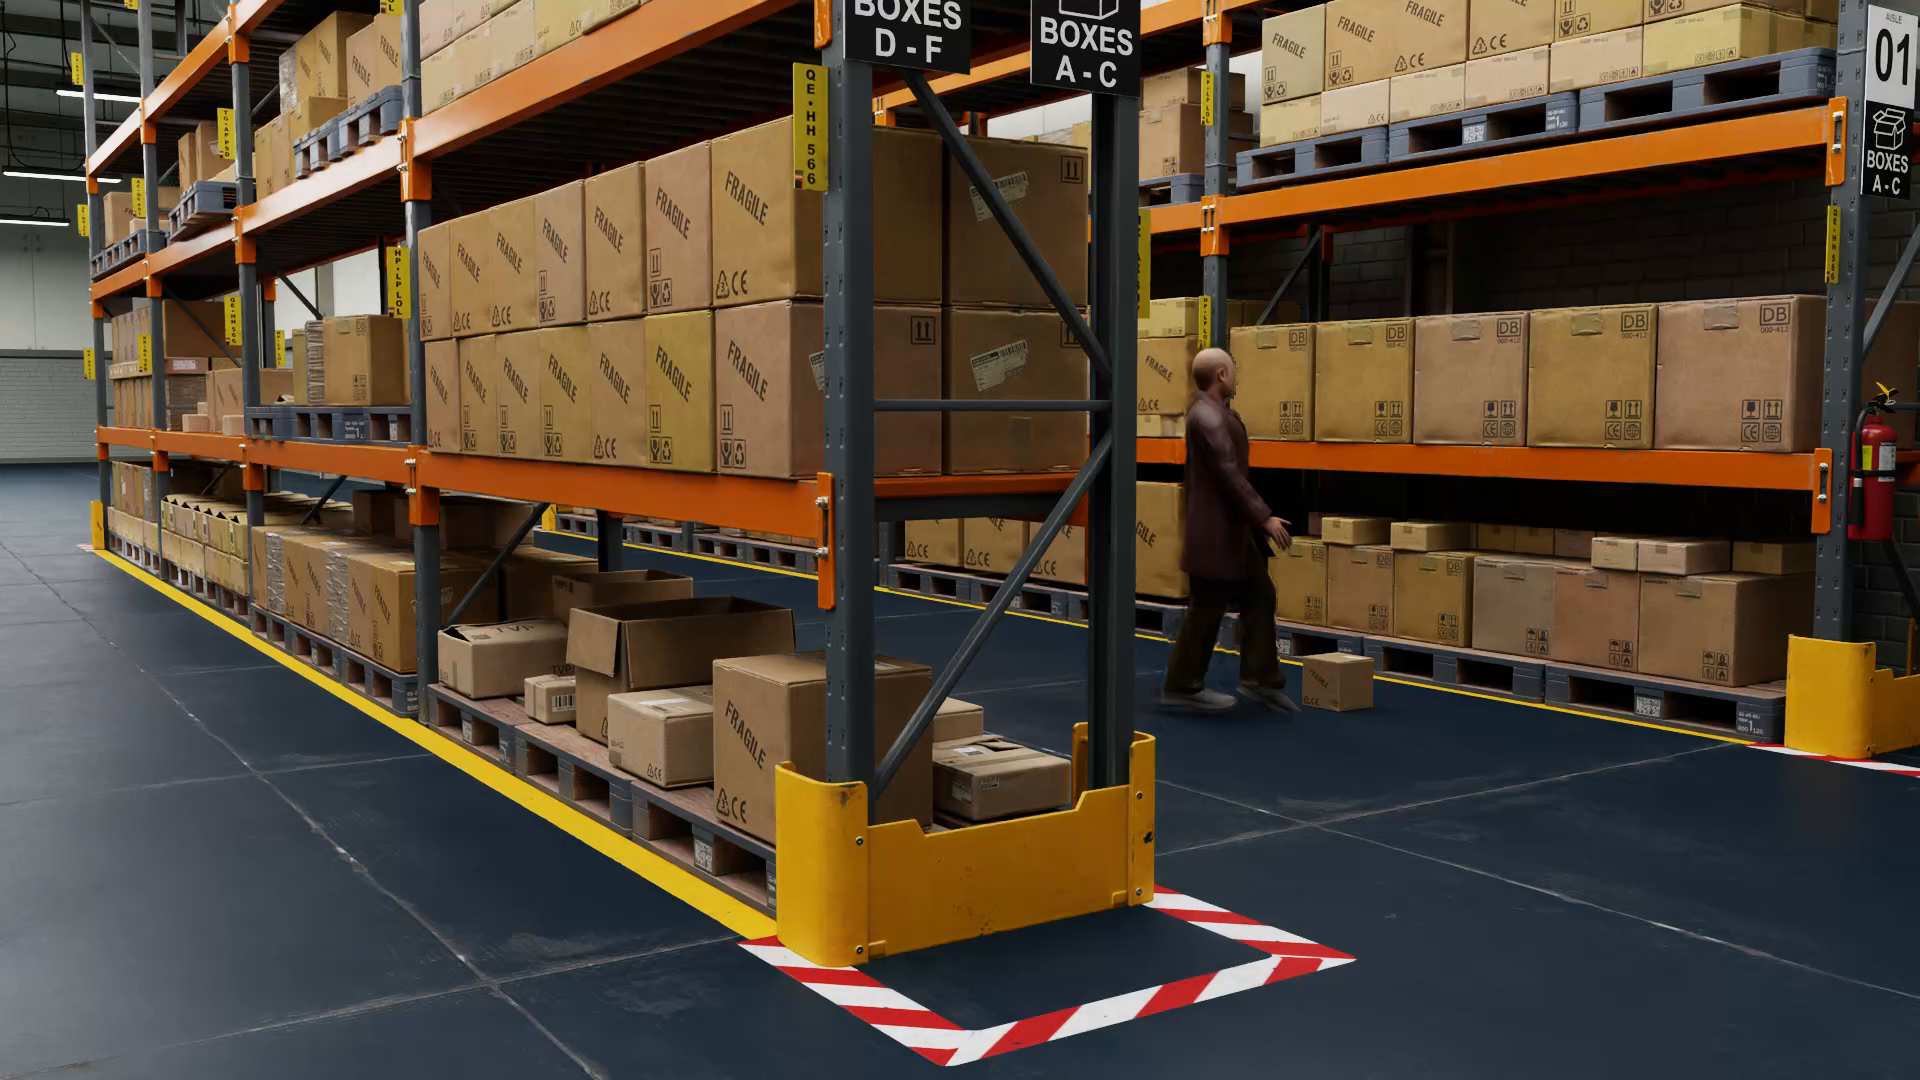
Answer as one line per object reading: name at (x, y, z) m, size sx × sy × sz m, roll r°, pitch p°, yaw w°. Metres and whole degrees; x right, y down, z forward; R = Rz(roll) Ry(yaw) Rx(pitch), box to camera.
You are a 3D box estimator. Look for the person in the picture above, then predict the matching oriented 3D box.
person at (1.333, -0.015, 8.096) m, size 0.695 × 1.832 × 0.598 m, roll 1°, pitch 5°, yaw 12°
